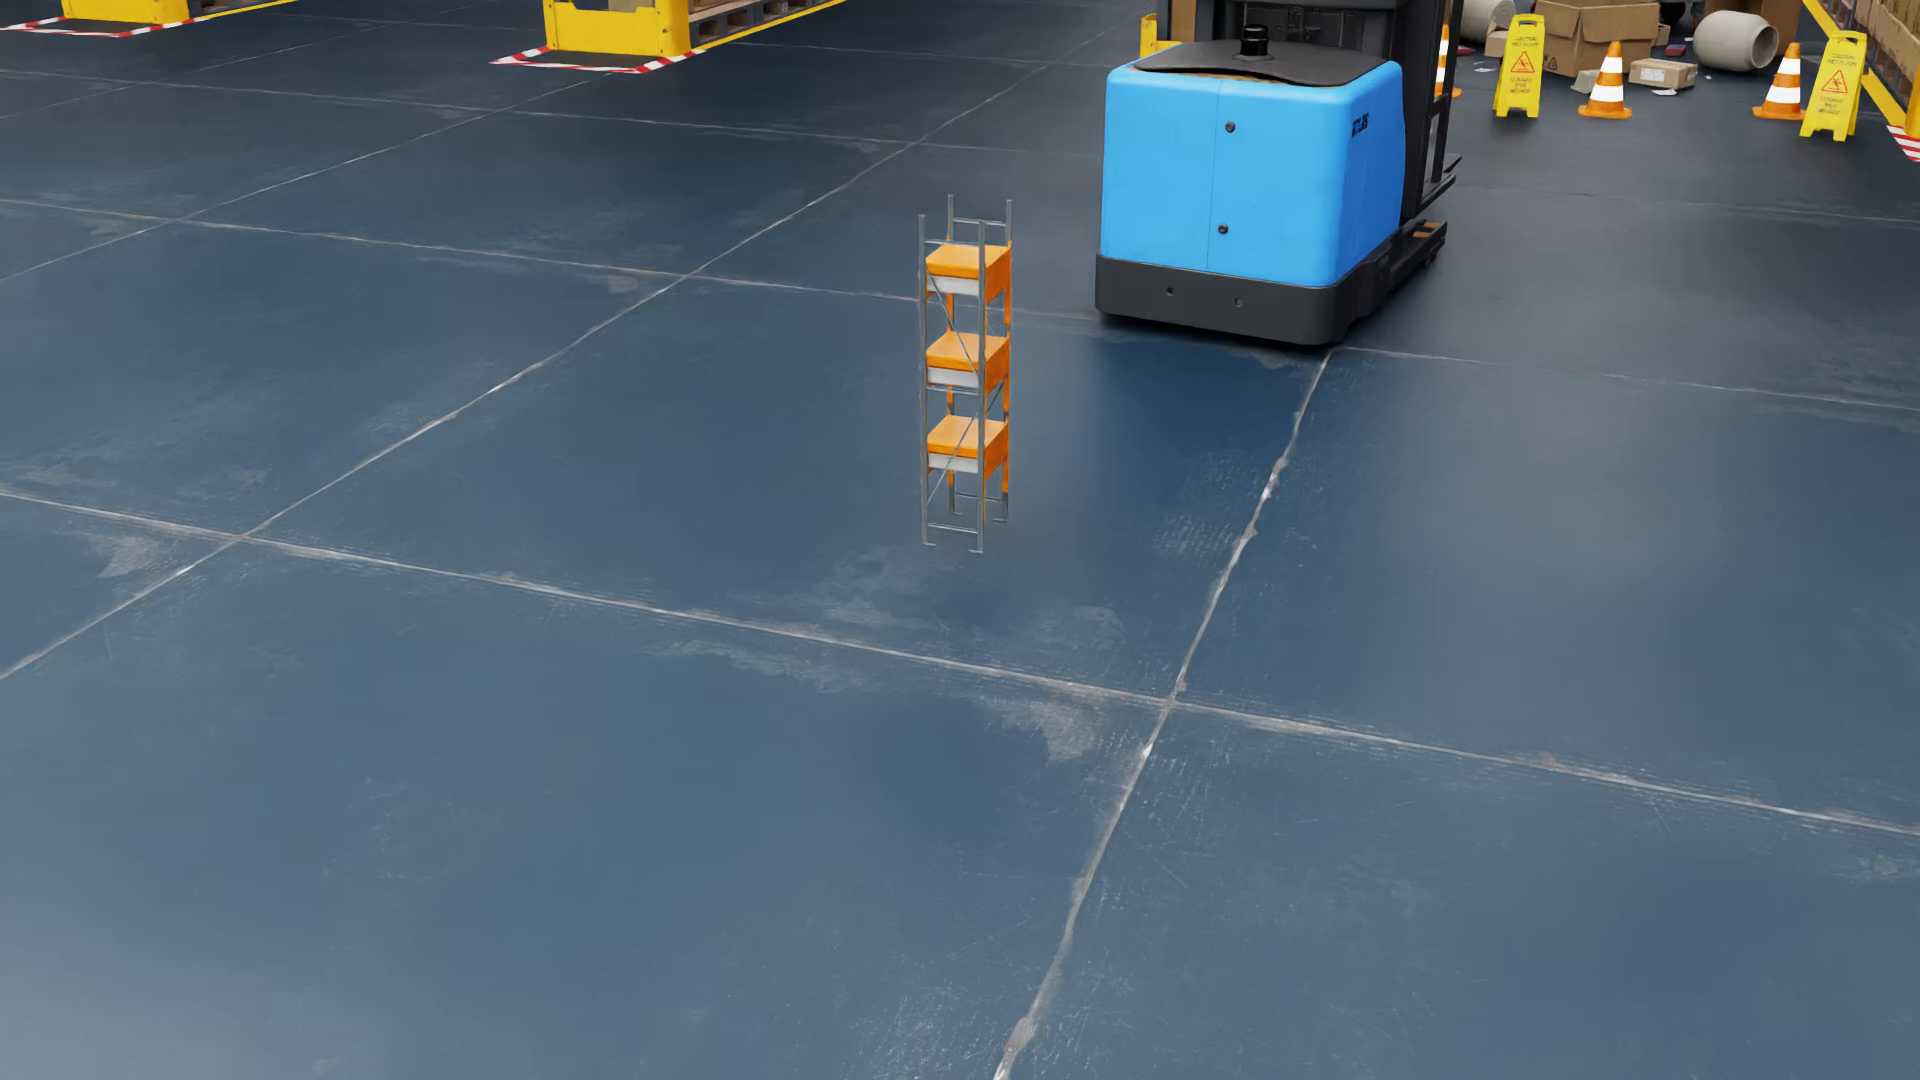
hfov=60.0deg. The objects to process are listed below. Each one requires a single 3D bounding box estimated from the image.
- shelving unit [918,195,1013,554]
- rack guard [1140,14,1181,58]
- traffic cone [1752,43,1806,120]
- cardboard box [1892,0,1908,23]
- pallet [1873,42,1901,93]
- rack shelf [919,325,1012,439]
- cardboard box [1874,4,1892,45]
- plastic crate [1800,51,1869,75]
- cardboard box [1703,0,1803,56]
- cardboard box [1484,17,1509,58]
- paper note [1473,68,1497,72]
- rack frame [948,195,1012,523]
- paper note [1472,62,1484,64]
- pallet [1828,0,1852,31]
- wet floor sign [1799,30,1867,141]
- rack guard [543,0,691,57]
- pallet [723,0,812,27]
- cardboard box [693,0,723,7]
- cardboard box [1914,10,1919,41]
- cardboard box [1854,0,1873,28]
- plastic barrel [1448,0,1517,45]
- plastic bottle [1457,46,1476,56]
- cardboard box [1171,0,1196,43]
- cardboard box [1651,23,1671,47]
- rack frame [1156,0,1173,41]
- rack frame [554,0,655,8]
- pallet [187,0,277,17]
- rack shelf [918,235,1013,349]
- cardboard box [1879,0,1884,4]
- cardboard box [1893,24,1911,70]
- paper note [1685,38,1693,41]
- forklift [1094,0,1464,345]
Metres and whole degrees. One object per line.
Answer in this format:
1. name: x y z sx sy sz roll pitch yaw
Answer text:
1. shelving unit: 0.018 -0.495 5.067 0.215 1.050 0.252 9 27 17
2. rack guard: 1.858 -3.378 11.652 1.175 0.500 0.348 9 27 17
3. traffic cone: 5.494 -3.058 11.035 0.336 0.463 0.334 9 27 17
4. cardboard box: 6.933 -3.914 11.704 0.500 0.500 0.500 8 27 16
5. pallet: 7.304 -3.441 12.114 1.003 0.211 1.213 9 27 17
6. rack shelf: 0.018 -0.485 5.071 0.215 0.259 0.240 9 27 17
7. cardboard box: 7.107 -3.789 12.306 0.500 0.250 0.500 8 27 17
8. plastic crate: 6.603 -3.640 12.675 0.402 0.080 0.583 0 26 -1
9. cardboard box: 6.259 -4.113 13.168 0.500 0.500 0.500 -14 29 -27
10. cardboard box: 4.362 -3.952 13.108 0.396 0.266 0.258 14 29 26
11. paper note: 3.975 -3.556 12.562 0.144 0.017 0.142 20 32 35
12. rack frame: 0.058 -0.545 5.170 0.200 1.050 0.008 9 27 17
13. paper note: 4.006 -3.689 12.857 0.123 0.001 0.032 -20 33 -36
14. pallet: 8.156 -4.545 14.395 1.003 0.211 1.213 9 27 17
15. wet floor sign: 5.495 -2.854 10.403 0.267 0.644 0.232 20 32 35
16. rack guard: -2.752 -4.179 13.308 1.175 0.500 0.348 9 27 17
17. pallet: -2.041 -4.878 15.082 1.003 0.211 1.213 9 27 17
18. cardboard box: -2.387 -4.842 14.195 0.500 0.500 0.500 17 30 31
19. cardboard box: 6.588 -3.492 10.833 0.500 0.500 0.500 9 27 18
20. cardboard box: 7.448 -4.228 13.214 0.500 0.250 0.500 7 27 15
21. plastic barrel: 4.266 -4.308 13.662 0.421 0.421 0.512 -14 29 -27
22. plastic bottle: 3.940 -3.887 13.209 0.283 0.061 0.133 0 26 -1
23. cardboard box: 2.029 -4.033 12.095 0.875 0.875 0.875 9 27 18
24. cardboard box: 5.604 -4.226 13.673 0.258 0.266 0.396 -9 27 -18
25. rack frame: 1.866 -4.513 11.128 1.000 3.000 0.127 9 27 17
26. rack frame: -2.778 -5.273 12.699 1.000 3.000 0.127 9 27 17
27. pallet: -7.192 -5.108 15.557 1.003 0.211 1.213 9 27 17
28. rack shelf: 0.018 -0.740 4.948 0.215 0.259 0.240 9 27 17
29. cardboard box: 7.281 -4.344 12.593 0.500 0.500 0.500 10 28 20
30. cardboard box: 6.763 -3.371 11.443 0.500 0.250 0.500 9 27 18
31. paper note: 6.114 -4.173 13.834 0.148 0.019 0.142 9 27 17
32. forklift: 1.721 -2.712 7.488 1.130 2.935 3.031 13 29 25
